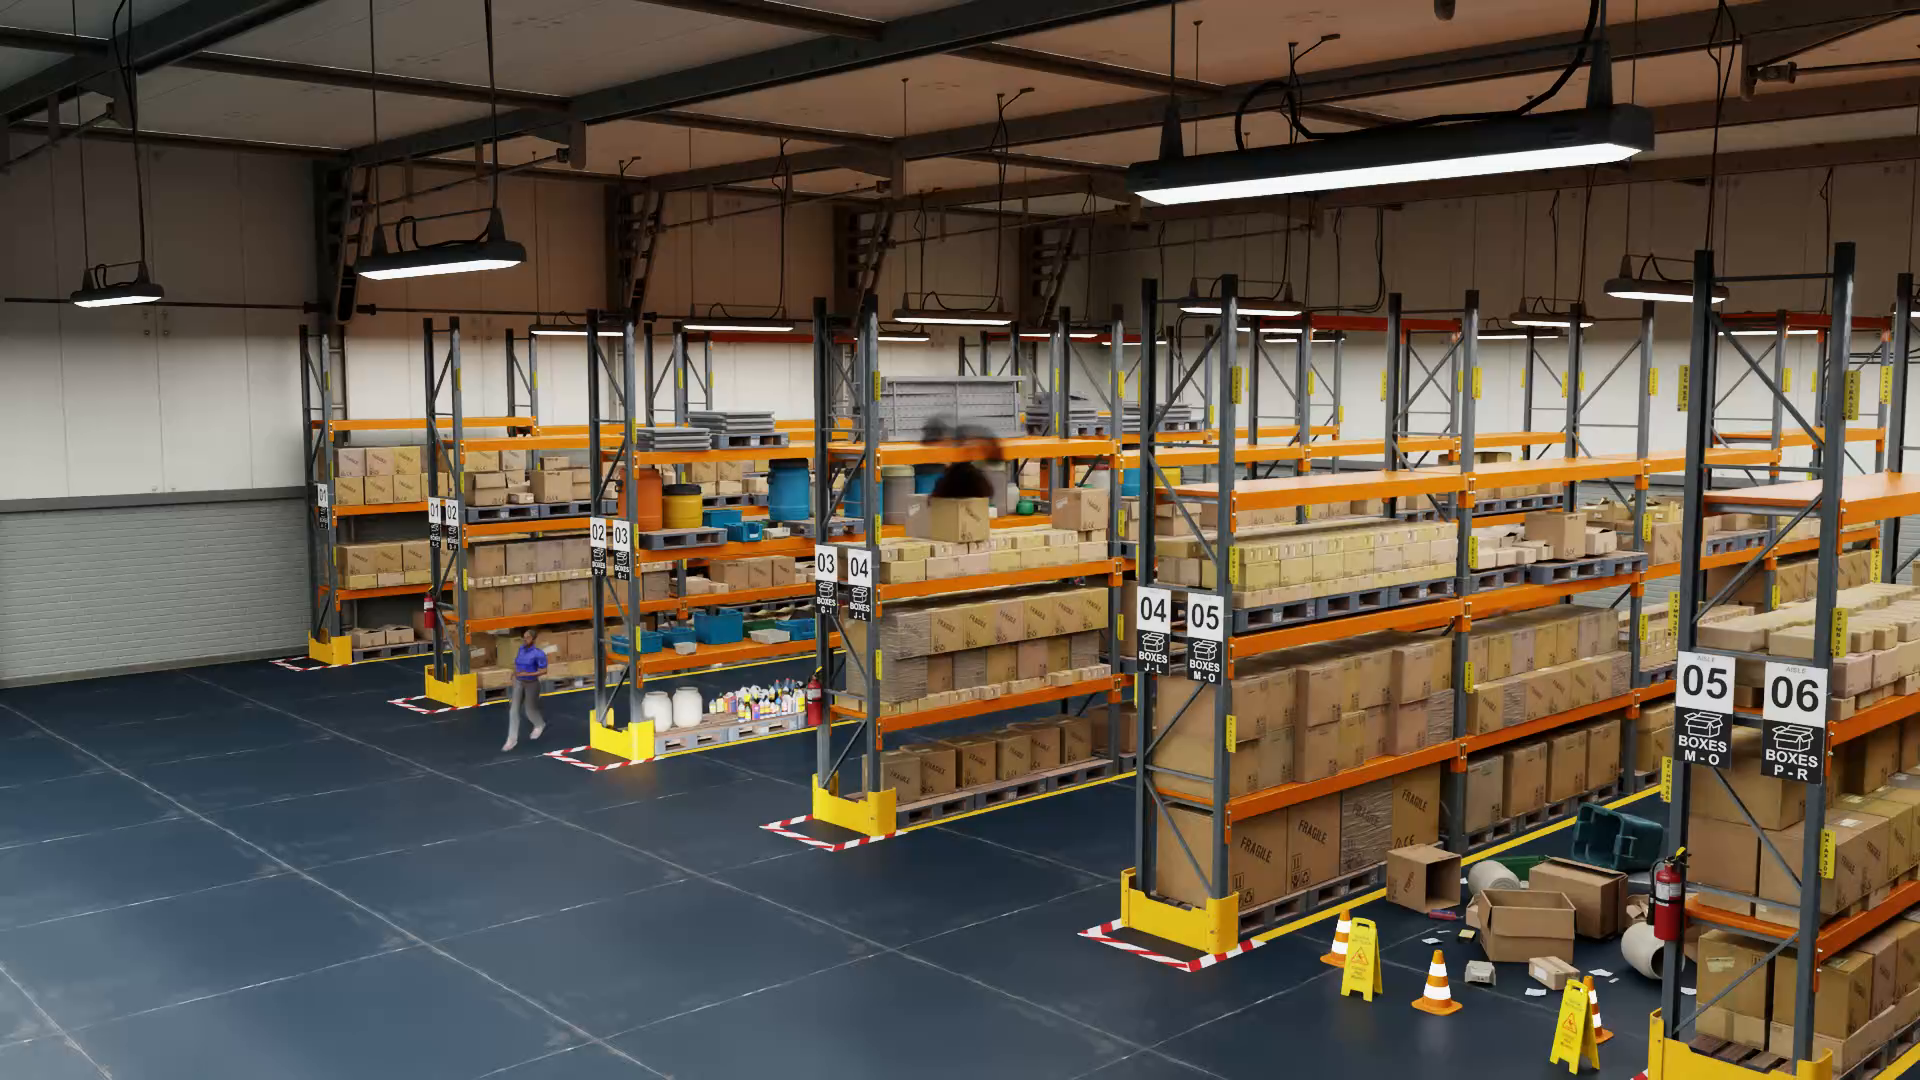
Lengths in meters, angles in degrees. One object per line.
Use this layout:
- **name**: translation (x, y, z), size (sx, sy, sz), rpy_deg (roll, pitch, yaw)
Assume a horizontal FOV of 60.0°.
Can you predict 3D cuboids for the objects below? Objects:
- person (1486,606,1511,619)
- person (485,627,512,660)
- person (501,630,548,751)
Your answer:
- **person**: translation (8.351, 1.742, 25.553), size (0.724, 1.752, 0.653), rpy_deg (5, 8, 40)
- **person**: translation (-7.822, 1.420, 28.341), size (0.735, 1.750, 0.647), rpy_deg (-5, 8, -43)
- **person**: translation (-5.928, 2.047, 22.995), size (0.602, 1.655, 0.884), rpy_deg (2, 6, 20)
